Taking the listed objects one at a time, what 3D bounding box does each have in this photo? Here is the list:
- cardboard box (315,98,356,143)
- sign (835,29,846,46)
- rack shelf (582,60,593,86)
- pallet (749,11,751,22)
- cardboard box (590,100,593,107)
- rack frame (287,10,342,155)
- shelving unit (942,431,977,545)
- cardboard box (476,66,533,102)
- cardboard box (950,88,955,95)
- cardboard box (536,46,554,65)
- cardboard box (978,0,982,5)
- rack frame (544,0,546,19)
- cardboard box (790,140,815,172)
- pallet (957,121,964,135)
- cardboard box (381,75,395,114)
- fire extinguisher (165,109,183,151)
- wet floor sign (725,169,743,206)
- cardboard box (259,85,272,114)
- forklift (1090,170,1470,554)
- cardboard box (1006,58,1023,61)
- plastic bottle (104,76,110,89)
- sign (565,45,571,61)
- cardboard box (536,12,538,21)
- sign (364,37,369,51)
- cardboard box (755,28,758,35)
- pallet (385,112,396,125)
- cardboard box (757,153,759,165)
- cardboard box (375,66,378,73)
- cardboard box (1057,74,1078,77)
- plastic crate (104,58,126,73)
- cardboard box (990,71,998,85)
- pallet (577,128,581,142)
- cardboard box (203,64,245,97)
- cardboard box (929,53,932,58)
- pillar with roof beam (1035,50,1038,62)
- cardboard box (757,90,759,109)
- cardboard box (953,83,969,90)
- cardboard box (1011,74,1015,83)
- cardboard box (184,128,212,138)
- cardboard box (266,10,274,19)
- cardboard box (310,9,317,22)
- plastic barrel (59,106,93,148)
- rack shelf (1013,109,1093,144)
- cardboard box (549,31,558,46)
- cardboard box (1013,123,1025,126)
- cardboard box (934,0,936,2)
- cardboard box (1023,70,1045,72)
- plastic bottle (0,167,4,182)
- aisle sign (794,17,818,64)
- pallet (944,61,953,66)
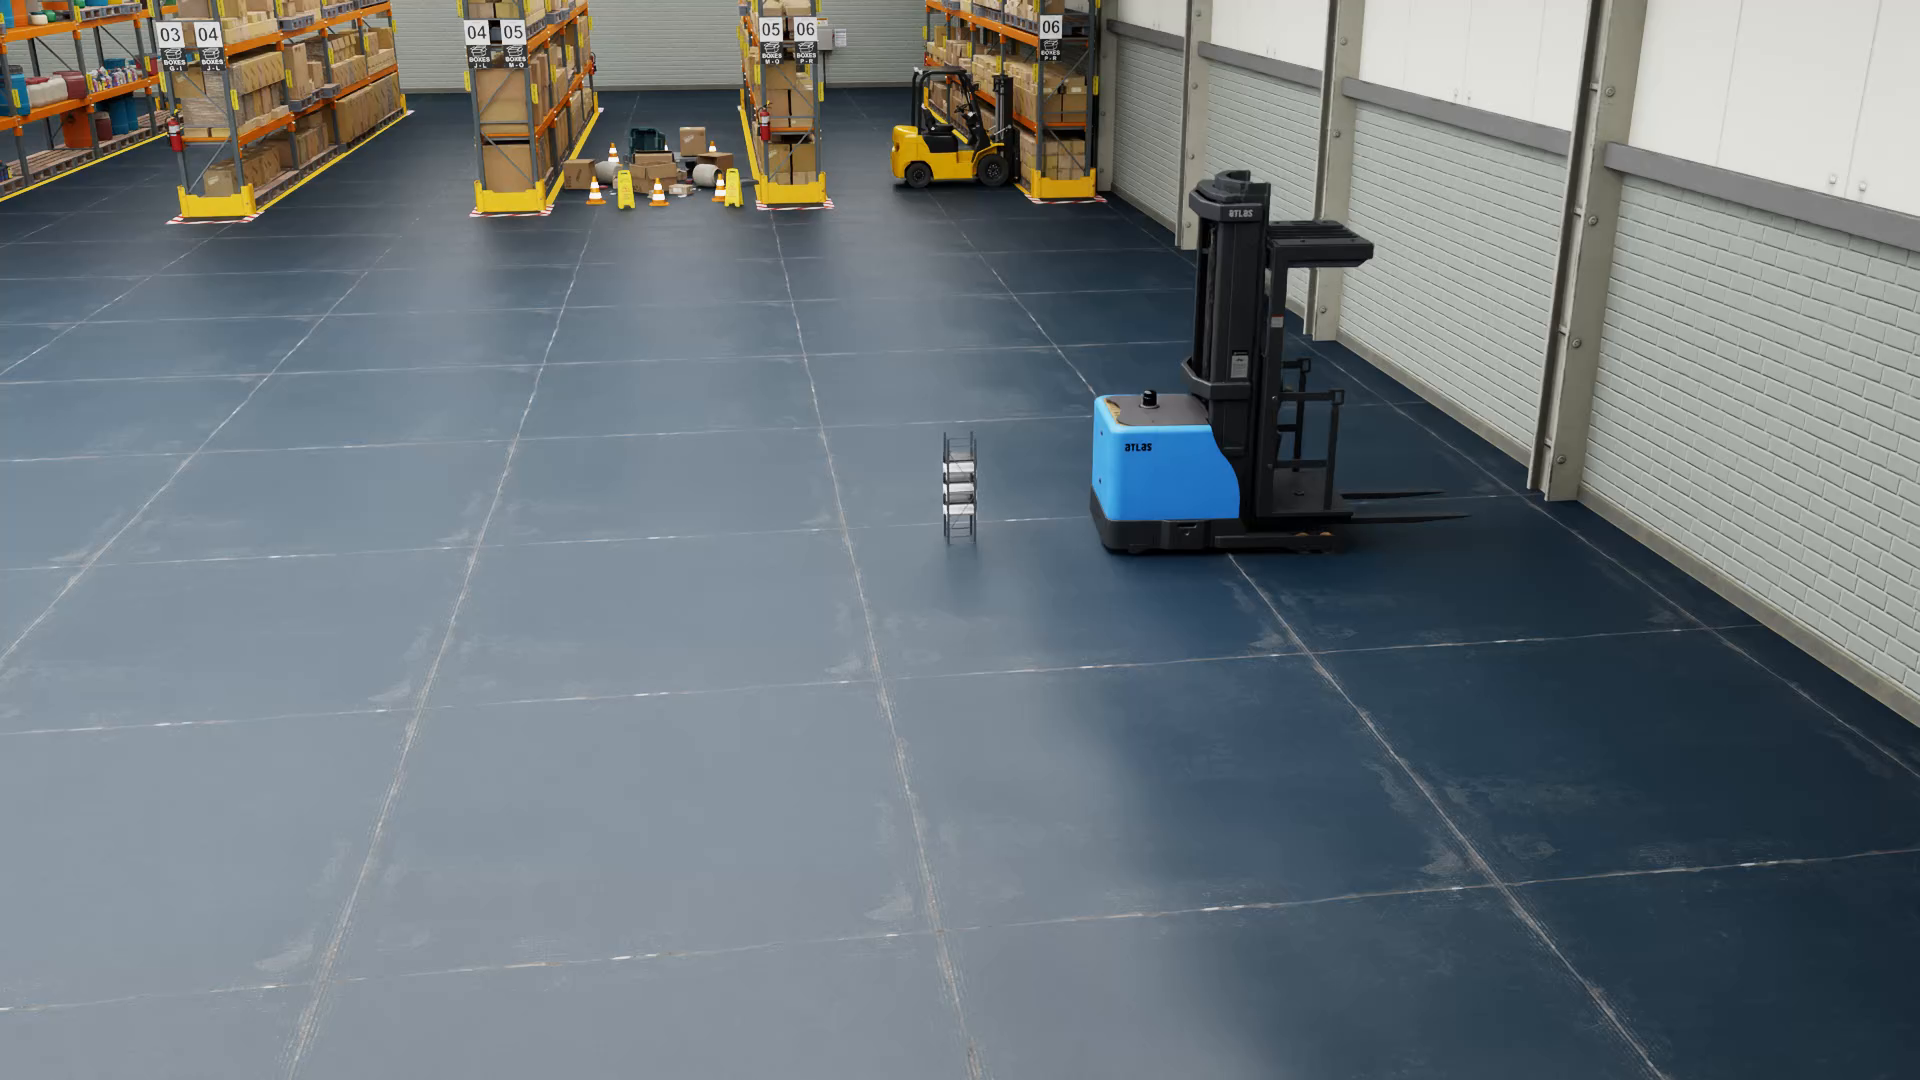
[{"bbox_3d":[-14.048,-9.227,36.570,1.225,0.875,0.875,-4,21,-10],"label":"cardboard box"},{"bbox_3d":[-3.593,-15.114,50.031,0.329,0.494,0.001,-3,21,-8],"label":"sign"},{"bbox_3d":[-9.911,-11.741,41.894,1.077,0.370,4.000,-3,21,-8],"label":"rack shelf"},{"bbox_3d":[-3.722,-10.796,34.315,1.213,0.211,1.003,-3,21,-8],"label":"pallet"},{"bbox_3d":[-9.780,-11.376,43.362,0.380,0.149,0.250,-2,21,-6],"label":"cardboard box"},{"bbox_3d":[-13.969,-9.786,35.629,1.000,3.000,0.127,-3,21,-8],"label":"rack frame"},{"bbox_3d":[-0.001,-0.424,13.566,0.258,0.900,0.210,-3,21,-8],"label":"shelving unit"},{"bbox_3d":[-7.908,-7.938,28.924,0.875,0.550,0.550,-3,21,-8],"label":"cardboard box"},{"bbox_3d":[-0.039,-11.114,41.231,0.380,0.149,0.250,-2,21,-5],"label":"cardboard box"},{"bbox_3d":[-8.841,-10.008,34.652,0.700,0.500,0.500,-3,21,-9],"label":"cardboard box"},{"bbox_3d":[0.784,-11.800,35.850,0.700,0.500,0.500,-3,21,-9],"label":"cardboard box"},{"bbox_3d":[-8.470,-11.426,31.448,1.000,3.000,0.127,-3,21,-8],"label":"rack frame"},{"bbox_3d":[-2.856,-7.077,30.635,0.500,0.500,0.500,-4,21,-10],"label":"cardboard box"},{"bbox_3d":[0.506,-9.913,39.955,1.003,0.211,1.213,-3,21,-8],"label":"pallet"},{"bbox_3d":[-14.820,-11.224,41.918,0.875,0.875,0.875,-3,21,-8],"label":"cardboard box"},{"bbox_3d":[-13.255,-6.917,28.059,0.296,0.674,0.183,-3,21,-8],"label":"fire extinguisher"},{"bbox_3d":[-4.041,-6.293,29.643,0.267,0.644,0.232,4,21,11],"label":"wet floor sign"},{"bbox_3d":[-13.180,-8.085,30.508,0.875,0.500,0.500,-3,21,-8],"label":"cardboard box"},{"bbox_3d":[2.647,-1.446,13.400,3.031,2.935,1.130,-1,21,-4],"label":"forklift"},{"bbox_3d":[1.186,-10.432,36.290,0.380,0.149,0.250,-3,21,-8],"label":"cardboard box"},{"bbox_3d":[-18.734,-10.050,36.503,0.061,0.283,0.133,-3,21,-8],"label":"plastic bottle"},{"bbox_3d":[-8.498,-10.572,36.081,0.100,0.325,0.005,-3,21,-8],"label":"sign"},{"bbox_3d":[-7.880,-9.509,30.217,0.380,0.149,0.250,-3,21,-8],"label":"cardboard box"},{"bbox_3d":[-14.010,-11.707,39.231,0.100,0.325,0.005,-3,21,-8],"label":"sign"},{"bbox_3d":[-3.603,-9.442,30.782,0.380,0.149,0.250,-3,21,-8],"label":"cardboard box"},{"bbox_3d":[-14.757,-10.555,41.674,1.003,0.211,1.213,-3,21,-8],"label":"pallet"},{"bbox_3d":[-3.768,-7.591,33.084,0.500,0.250,0.500,-4,21,-10],"label":"cardboard box"},{"bbox_3d":[-14.375,-11.445,40.432,0.380,0.149,0.250,-3,21,-9],"label":"cardboard box"},{"bbox_3d":[2.008,-8.567,30.873,0.380,0.149,0.250,-3,21,-7],"label":"cardboard box"},{"bbox_3d":[-19.852,-11.086,39.048,0.392,0.384,0.575,-3,21,-8],"label":"plastic crate"},{"bbox_3d":[0.920,-9.651,34.769,0.500,0.250,0.500,-3,21,-9],"label":"cardboard box"},{"bbox_3d":[-9.330,-9.387,38.547,1.003,0.211,1.213,-3,21,-8],"label":"pallet"},{"bbox_3d":[-12.626,-7.875,28.516,0.500,0.500,0.500,-3,21,-8],"label":"cardboard box"},{"bbox_3d":[-0.629,-13.062,44.760,0.380,0.149,0.250,-3,21,-8],"label":"cardboard box"},{"bbox_3d":[-2.432,-12.724,34.924,9.100,9.000,0.400,-3,21,-8],"label":"pillar with roof beam"},{"bbox_3d":[-3.497,-8.223,30.877,0.500,0.500,0.500,-3,21,-8],"label":"cardboard box"},{"bbox_3d":[0.045,-11.166,40.945,0.380,0.149,0.250,-4,21,-10],"label":"cardboard box"},{"bbox_3d":[1.213,-9.021,32.512,0.380,0.149,0.250,-3,21,-8],"label":"cardboard box"},{"bbox_3d":[-13.061,-6.986,28.494,0.380,0.149,0.250,-3,21,-8],"label":"cardboard box"},{"bbox_3d":[-13.060,-9.825,31.091,0.380,0.149,0.250,-2,21,-6],"label":"cardboard box"},{"bbox_3d":[-13.573,-10.797,34.265,0.500,0.250,0.500,-3,21,-8],"label":"cardboard box"},{"bbox_3d":[-18.958,-8.884,35.718,0.600,0.830,0.708,-3,21,-8],"label":"plastic barrel"},{"bbox_3d":[1.614,-8.123,32.205,1.077,0.370,4.000,-3,21,-8],"label":"rack shelf"},{"bbox_3d":[-9.958,-12.189,40.068,0.500,0.500,0.500,-4,21,-10],"label":"cardboard box"},{"bbox_3d":[1.148,-8.168,33.200,0.500,0.250,0.500,-3,21,-8],"label":"cardboard box"},{"bbox_3d":[-0.464,-13.937,42.815,0.380,0.149,0.250,-3,21,-8],"label":"cardboard box"},{"bbox_3d":[1.415,-8.902,31.767,0.380,0.149,0.250,-3,21,-7],"label":"cardboard box"},{"bbox_3d":[-17.888,-6.841,30.903,0.144,0.351,0.185,-4,21,-10],"label":"plastic bottle"},{"bbox_3d":[-2.694,-8.728,29.081,0.394,0.787,0.004,-3,21,-8],"label":"aisle sign"},{"bbox_3d":[0.179,-11.550,40.628,1.003,0.211,1.213,-3,21,-8],"label":"pallet"}]
